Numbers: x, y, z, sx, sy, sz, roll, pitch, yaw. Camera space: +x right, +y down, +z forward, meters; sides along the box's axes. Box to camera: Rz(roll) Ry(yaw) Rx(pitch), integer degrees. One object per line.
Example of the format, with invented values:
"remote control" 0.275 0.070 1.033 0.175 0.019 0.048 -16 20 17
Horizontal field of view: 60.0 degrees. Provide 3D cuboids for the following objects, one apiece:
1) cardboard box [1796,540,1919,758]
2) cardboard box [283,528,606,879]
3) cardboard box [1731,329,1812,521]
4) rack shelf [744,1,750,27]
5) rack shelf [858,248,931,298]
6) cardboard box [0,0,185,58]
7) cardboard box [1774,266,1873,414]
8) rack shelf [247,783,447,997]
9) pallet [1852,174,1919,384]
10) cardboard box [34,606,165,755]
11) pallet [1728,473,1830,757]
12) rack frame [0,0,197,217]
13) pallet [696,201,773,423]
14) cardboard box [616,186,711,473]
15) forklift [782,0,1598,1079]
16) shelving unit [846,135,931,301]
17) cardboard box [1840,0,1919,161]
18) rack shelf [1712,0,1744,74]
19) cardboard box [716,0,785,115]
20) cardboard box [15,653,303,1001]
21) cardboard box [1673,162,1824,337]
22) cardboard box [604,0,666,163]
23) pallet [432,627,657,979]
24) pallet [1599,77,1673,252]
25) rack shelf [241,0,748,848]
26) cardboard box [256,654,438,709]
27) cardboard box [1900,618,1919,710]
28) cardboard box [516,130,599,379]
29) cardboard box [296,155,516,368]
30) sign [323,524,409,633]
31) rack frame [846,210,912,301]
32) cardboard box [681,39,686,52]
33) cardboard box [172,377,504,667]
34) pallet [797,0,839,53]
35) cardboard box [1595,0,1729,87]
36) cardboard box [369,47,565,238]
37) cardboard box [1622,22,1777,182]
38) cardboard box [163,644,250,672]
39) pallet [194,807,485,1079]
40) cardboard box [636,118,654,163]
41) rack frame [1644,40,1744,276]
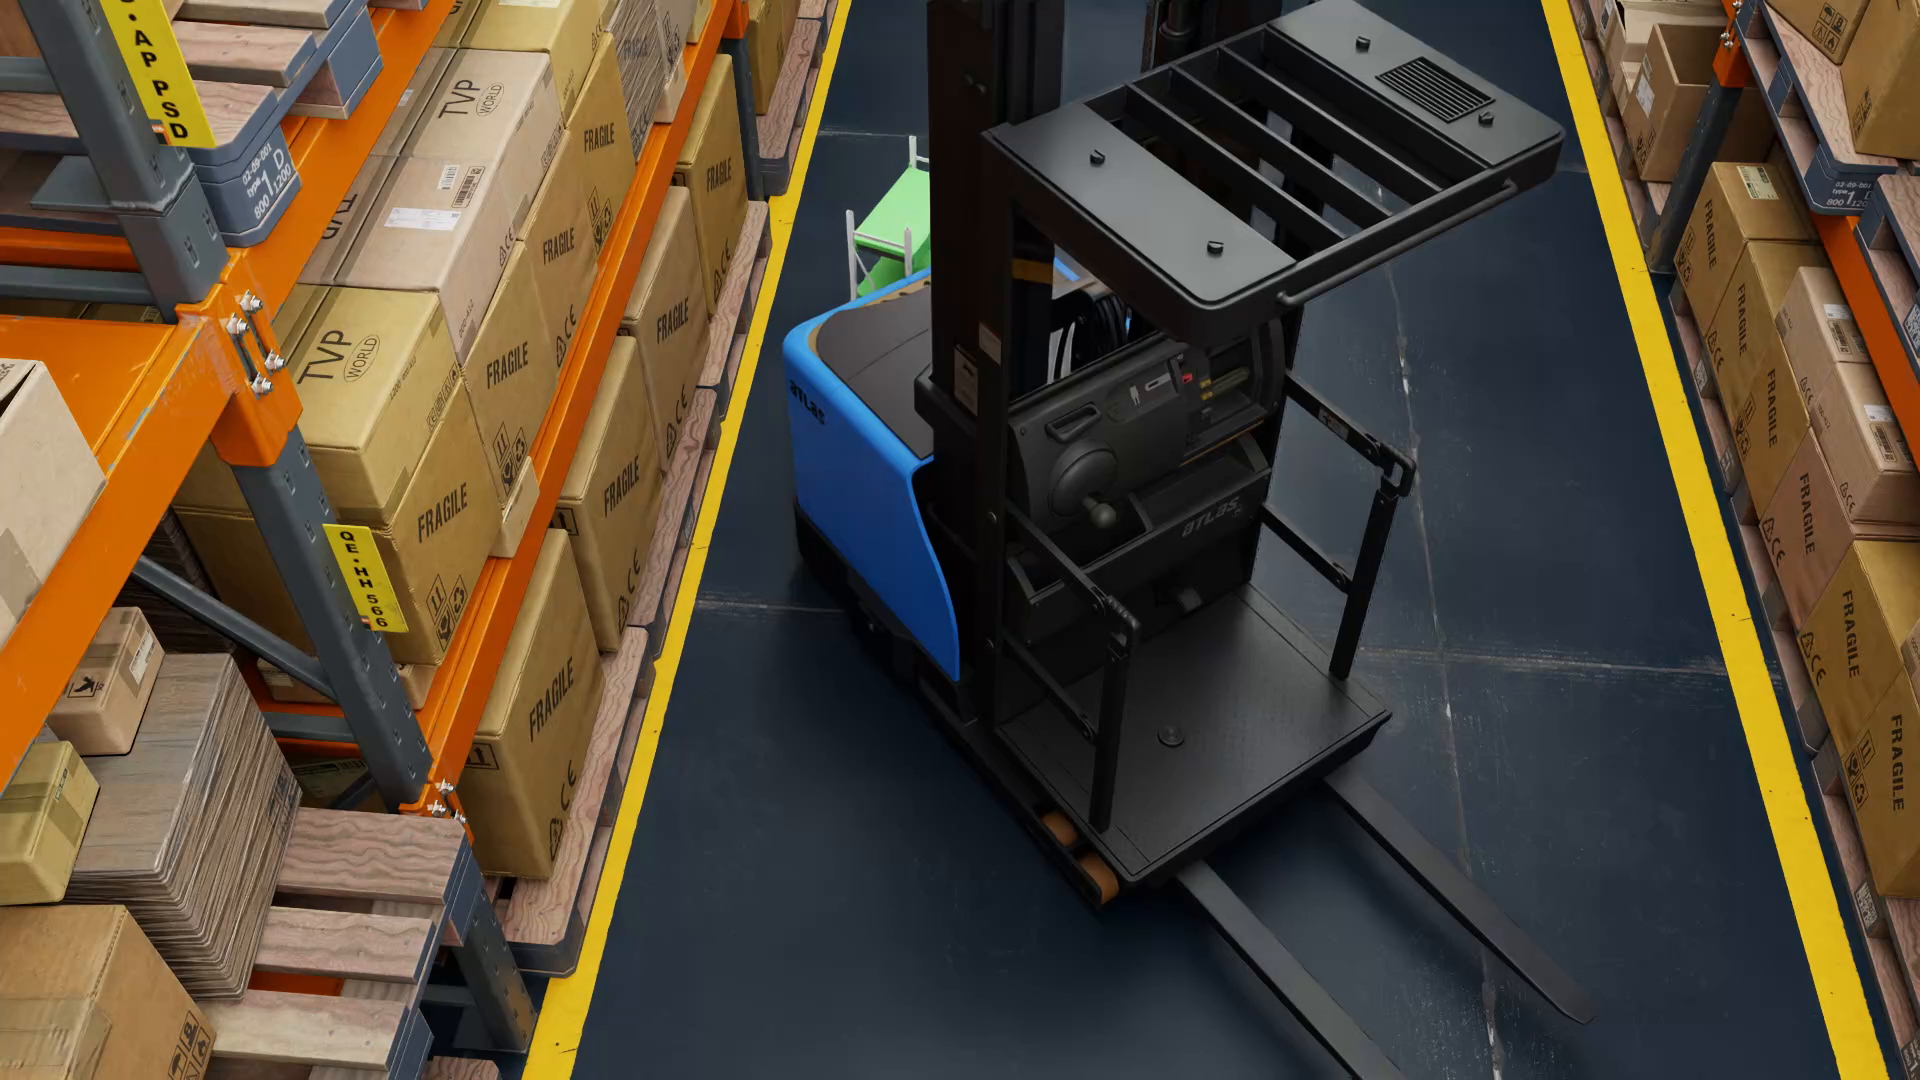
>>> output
"cardboard box" 3.072 0.359 5.285 0.500 0.500 0.500 2 48 2
"cardboard box" -1.563 0.469 4.961 0.750 0.750 0.750 3 48 3
"cardboard box" 3.160 -0.399 5.978 0.500 0.500 0.500 4 48 4
"rack shelf" -1.214 -3.749 8.134 1.077 0.370 4.000 4 48 4
"rack shelf" -0.173 -0.956 6.073 0.258 0.148 0.480 19 50 17
"cardboard box" -1.774 -1.131 2.853 0.700 0.500 0.500 1 48 0
"cardboard box" 3.159 -0.676 5.723 0.500 0.250 0.500 4 48 4
"rack shelf" -1.943 2.129 2.757 1.077 0.370 4.000 4 48 4
"pallet" 3.345 -0.617 4.912 1.003 0.211 1.213 4 48 4
"cardboard box" -1.762 0.271 3.164 0.380 0.149 0.250 -2 48 -2
"pallet" 3.392 0.248 5.880 1.003 0.211 1.213 4 48 4
"rack frame" -1.761 -1.608 1.622 1.000 3.000 0.127 4 48 4
"pallet" -1.391 -1.009 7.030 1.003 0.211 1.213 4 48 4
"cardboard box" -1.404 -0.799 6.120 0.750 0.750 0.750 5 48 5
"forklift" 0.664 -0.262 4.503 1.130 2.935 3.031 -28 53 -23
"shelving unit" -0.173 -0.837 6.203 0.258 1.200 0.503 19 50 17
"cardboard box" 3.272 -1.525 5.260 0.700 0.500 0.500 11 48 10
"rack shelf" 3.720 -3.419 7.832 1.077 0.370 4.000 4 48 4
"cardboard box" -1.226 -2.363 7.788 0.700 0.500 0.500 4 48 4
"cardboard box" -1.794 0.581 3.320 0.700 0.500 0.500 -1 48 -1
"cardboard box" 3.251 -1.158 6.672 0.500 0.500 0.500 2 48 2
"cardboard box" -1.278 -1.563 5.364 0.500 0.500 0.500 4 48 4
"pallet" -1.614 0.784 5.390 1.003 0.211 1.213 4 48 4
"pallet" 3.601 -1.756 7.713 1.003 0.211 1.213 4 48 4
"rack shelf" -1.578 -0.810 5.446 1.077 0.370 4.000 4 48 4
"cardboard box" -1.500 0.268 4.128 0.380 0.149 0.250 3 48 3
"cardboard box" 3.025 0.444 4.698 0.500 0.250 0.500 6 48 5
"cardboard box" -1.358 -0.813 4.678 0.500 0.500 0.500 4 48 3
"cardboard box" -1.414 -0.689 4.056 0.500 0.250 0.500 3 48 3
"sign" -1.219 0.082 3.411 0.100 0.325 0.005 4 48 4
"rack frame" -0.275 -0.674 6.053 0.240 1.200 0.015 19 50 17
"cardboard box" -1.213 -1.803 6.023 0.380 0.149 0.250 5 48 5
"cardboard box" -1.462 -0.064 3.993 0.500 0.500 0.500 5 48 5
"pallet" -1.140 -3.034 8.882 1.003 0.211 1.213 4 48 4
"cardboard box" 3.375 -2.422 7.957 0.500 0.311 0.500 4 48 4
"cardboard box" -1.373 -1.056 4.392 0.500 0.250 0.500 4 48 4
"cardboard box" 3.307 -1.935 7.383 0.500 0.500 0.500 4 48 4
"cardboard box" -1.986 0.238 4.156 0.380 0.149 0.250 5 48 4
"pallet" -1.719 1.012 3.421 1.213 0.211 1.003 4 48 4
"cardboard box" -1.267 -1.430 5.681 0.380 0.149 0.250 4 48 4
"rack frame" 3.537 -2.192 6.222 1.000 3.000 0.127 4 48 4
